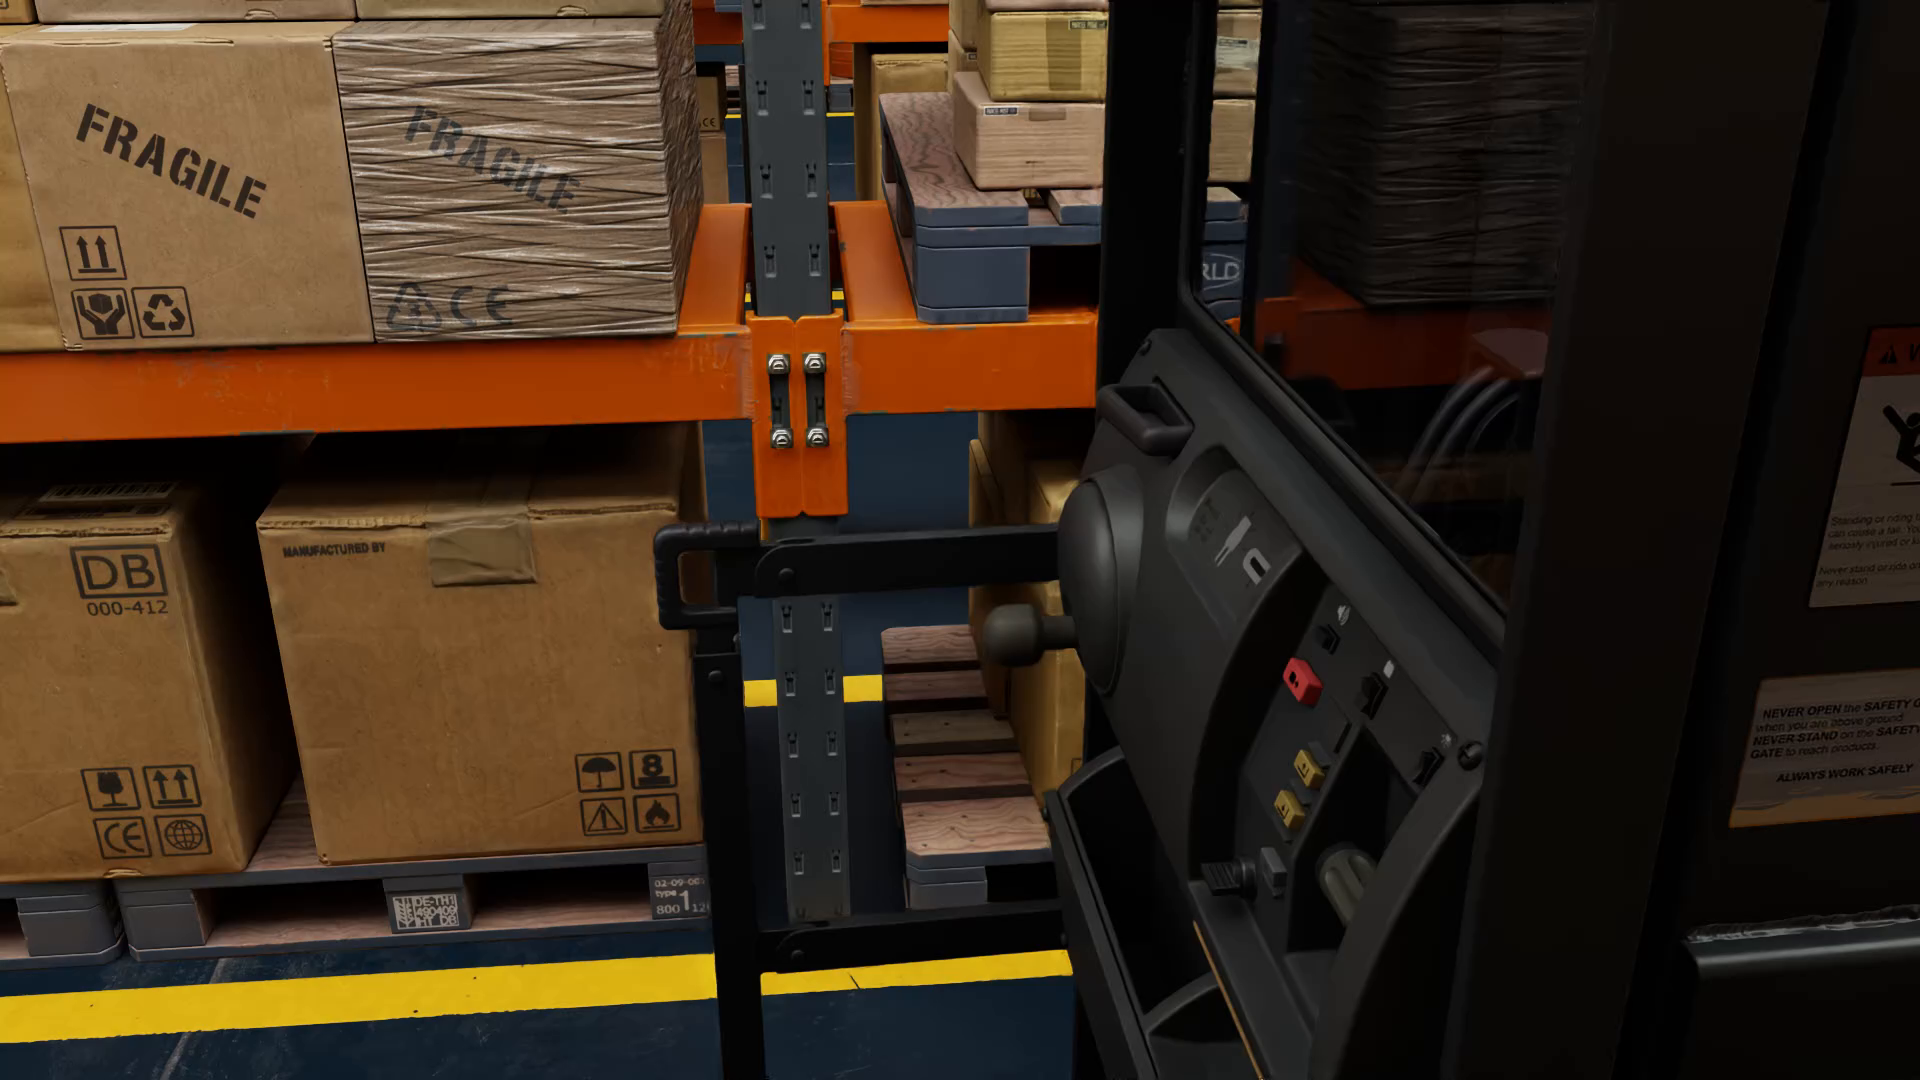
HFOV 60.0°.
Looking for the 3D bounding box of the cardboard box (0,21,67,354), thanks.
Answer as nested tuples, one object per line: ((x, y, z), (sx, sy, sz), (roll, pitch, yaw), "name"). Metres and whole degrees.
((-1.749, -0.626, 2.843), (0.500, 0.500, 0.500), (-3, 24, -6), "cardboard box")

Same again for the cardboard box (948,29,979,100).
((0.113, -1.029, 3.664), (0.250, 0.149, 0.380), (-2, 24, -4), "cardboard box")

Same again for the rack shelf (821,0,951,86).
((1.270, -2.506, 8.081), (4.000, 0.370, 1.077), (-2, 24, -5), "rack shelf")

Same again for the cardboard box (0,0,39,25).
((-1.794, -1.193, 2.887), (0.500, 0.500, 0.700), (-3, 24, -6), "cardboard box")

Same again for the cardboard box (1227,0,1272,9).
((0.413, -1.047, 2.973), (0.250, 0.149, 0.380), (-3, 24, -7), "cardboard box")

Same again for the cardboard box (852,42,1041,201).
((-0.031, -1.995, 8.145), (0.875, 0.875, 1.225), (-3, 24, -8), "cardboard box")

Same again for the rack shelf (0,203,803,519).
((-2.323, -0.338, 3.202), (4.000, 0.370, 1.077), (-2, 24, -5), "rack shelf")

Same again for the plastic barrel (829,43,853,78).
((-0.722, -3.984, 12.675), (0.708, 0.830, 0.600), (-2, 24, -5), "plastic barrel")

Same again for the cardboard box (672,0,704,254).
((-0.806, -0.883, 3.421), (0.500, 0.500, 0.500), (-2, 24, -5), "cardboard box")

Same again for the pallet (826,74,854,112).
((-0.426, -3.531, 12.935), (1.213, 0.211, 1.003), (-2, 24, -5), "pallet")

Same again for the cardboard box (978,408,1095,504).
((0.322, -0.272, 3.806), (0.500, 0.250, 0.500), (-3, 24, -6), "cardboard box")

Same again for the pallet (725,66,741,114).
((-1.982, -3.468, 12.792), (1.213, 0.211, 1.003), (-2, 24, -5), "pallet")

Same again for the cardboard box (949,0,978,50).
((0.114, -1.163, 3.600), (0.250, 0.149, 0.380), (-2, 24, -4), "cardboard box")

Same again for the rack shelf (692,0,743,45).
((-2.710, -2.347, 7.722), (4.000, 0.370, 1.077), (-2, 24, -5), "rack shelf")

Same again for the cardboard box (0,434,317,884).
((-1.818, 0.114, 3.553), (0.750, 0.750, 1.050), (-2, 24, -4), "cardboard box")

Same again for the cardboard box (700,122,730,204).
((-1.385, -1.779, 8.096), (0.500, 0.500, 0.700), (-4, 24, -8), "cardboard box")

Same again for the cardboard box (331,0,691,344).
((-0.755, -0.665, 2.931), (0.500, 0.500, 0.500), (-2, 24, -5), "cardboard box")

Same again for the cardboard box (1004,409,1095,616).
((0.377, -0.068, 3.348), (0.500, 0.250, 0.500), (-3, 24, -8), "cardboard box")

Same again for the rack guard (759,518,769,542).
((-0.571, -0.091, 5.148), (0.087, 0.250, 0.587), (-2, 24, -5), "rack guard")

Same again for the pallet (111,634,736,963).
((-1.125, 0.529, 3.800), (1.213, 0.211, 1.003), (-2, 24, -5), "pallet")

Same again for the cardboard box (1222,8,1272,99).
((0.438, -0.909, 3.028), (0.250, 0.149, 0.380), (-1, 24, -3), "cardboard box")

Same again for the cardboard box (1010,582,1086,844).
((0.396, 0.279, 3.490), (0.500, 0.500, 0.500), (-3, 24, -7), "cardboard box")

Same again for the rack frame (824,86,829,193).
((-0.720, -2.755, 7.756), (0.127, 3.000, 1.000), (-2, 24, -5), "rack frame")

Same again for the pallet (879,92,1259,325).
((0.366, -0.730, 3.436), (1.003, 0.211, 1.213), (-2, 24, -5), "pallet")

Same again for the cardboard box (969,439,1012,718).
((0.296, 0.072, 3.955), (0.500, 0.500, 0.500), (-2, 24, -5), "cardboard box")

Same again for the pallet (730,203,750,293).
((-1.498, -1.450, 8.253), (1.213, 0.211, 1.003), (-2, 24, -5), "pallet")

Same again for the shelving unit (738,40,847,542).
((-0.076, -0.682, 4.939), (1.083, 1.500, 0.587), (-2, 24, -5), "shelving unit")

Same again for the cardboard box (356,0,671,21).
((-0.781, -1.235, 2.981), (0.500, 0.500, 0.700), (-2, 24, -5), "cardboard box")

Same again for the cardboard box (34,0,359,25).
((-1.284, -1.214, 2.935), (0.500, 0.500, 0.700), (-3, 24, -6), "cardboard box")

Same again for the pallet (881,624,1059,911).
((0.445, 0.497, 3.871), (1.213, 0.211, 1.003), (-2, 24, -5), "pallet")

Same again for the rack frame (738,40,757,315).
((-0.591, -0.662, 4.892), (0.032, 1.500, 0.500), (-2, 24, -5), "rack frame")

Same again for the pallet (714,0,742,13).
((-1.419, -2.596, 7.634), (1.003, 0.211, 1.213), (-2, 24, -5), "pallet")

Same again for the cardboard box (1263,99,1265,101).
((0.668, -0.781, 3.107), (0.250, 0.149, 0.380), (-1, 24, -2), "cardboard box")

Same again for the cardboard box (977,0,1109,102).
((0.168, -0.897, 3.002), (0.250, 0.149, 0.380), (-1, 24, -3), "cardboard box")

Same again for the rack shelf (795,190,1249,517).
((1.657, -0.497, 3.562), (4.000, 0.370, 1.077), (-2, 24, -5), "rack shelf")

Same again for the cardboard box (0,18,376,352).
((-1.251, -0.646, 2.888), (0.500, 0.500, 0.500), (-2, 24, -5), "cardboard box")

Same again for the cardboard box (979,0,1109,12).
((0.150, -1.036, 2.947), (0.250, 0.149, 0.380), (-2, 24, -5), "cardboard box")

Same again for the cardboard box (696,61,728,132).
((-1.384, -2.118, 7.934), (0.500, 0.250, 0.500), (-1, 24, -3), "cardboard box")

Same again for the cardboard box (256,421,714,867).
((-0.948, 0.078, 3.635), (0.750, 0.750, 1.050), (-3, 24, -6), "cardboard box")

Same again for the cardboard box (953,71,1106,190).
((0.132, -0.760, 3.058), (0.250, 0.149, 0.380), (-3, 24, -6), "cardboard box")

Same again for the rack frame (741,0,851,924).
((-0.333, -0.746, 3.236), (0.127, 3.000, 1.000), (-2, 24, -5), "rack frame")

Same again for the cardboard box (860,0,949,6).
((-0.210, -2.710, 7.531), (0.500, 0.500, 0.500), (-2, 24, -4), "cardboard box")

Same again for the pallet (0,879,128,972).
((-2.336, 0.576, 3.693), (1.213, 0.211, 1.003), (-2, 24, -5), "pallet")

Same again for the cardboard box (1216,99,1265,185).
((0.399, -0.770, 3.082), (0.250, 0.149, 0.380), (-1, 24, -3), "cardboard box")
